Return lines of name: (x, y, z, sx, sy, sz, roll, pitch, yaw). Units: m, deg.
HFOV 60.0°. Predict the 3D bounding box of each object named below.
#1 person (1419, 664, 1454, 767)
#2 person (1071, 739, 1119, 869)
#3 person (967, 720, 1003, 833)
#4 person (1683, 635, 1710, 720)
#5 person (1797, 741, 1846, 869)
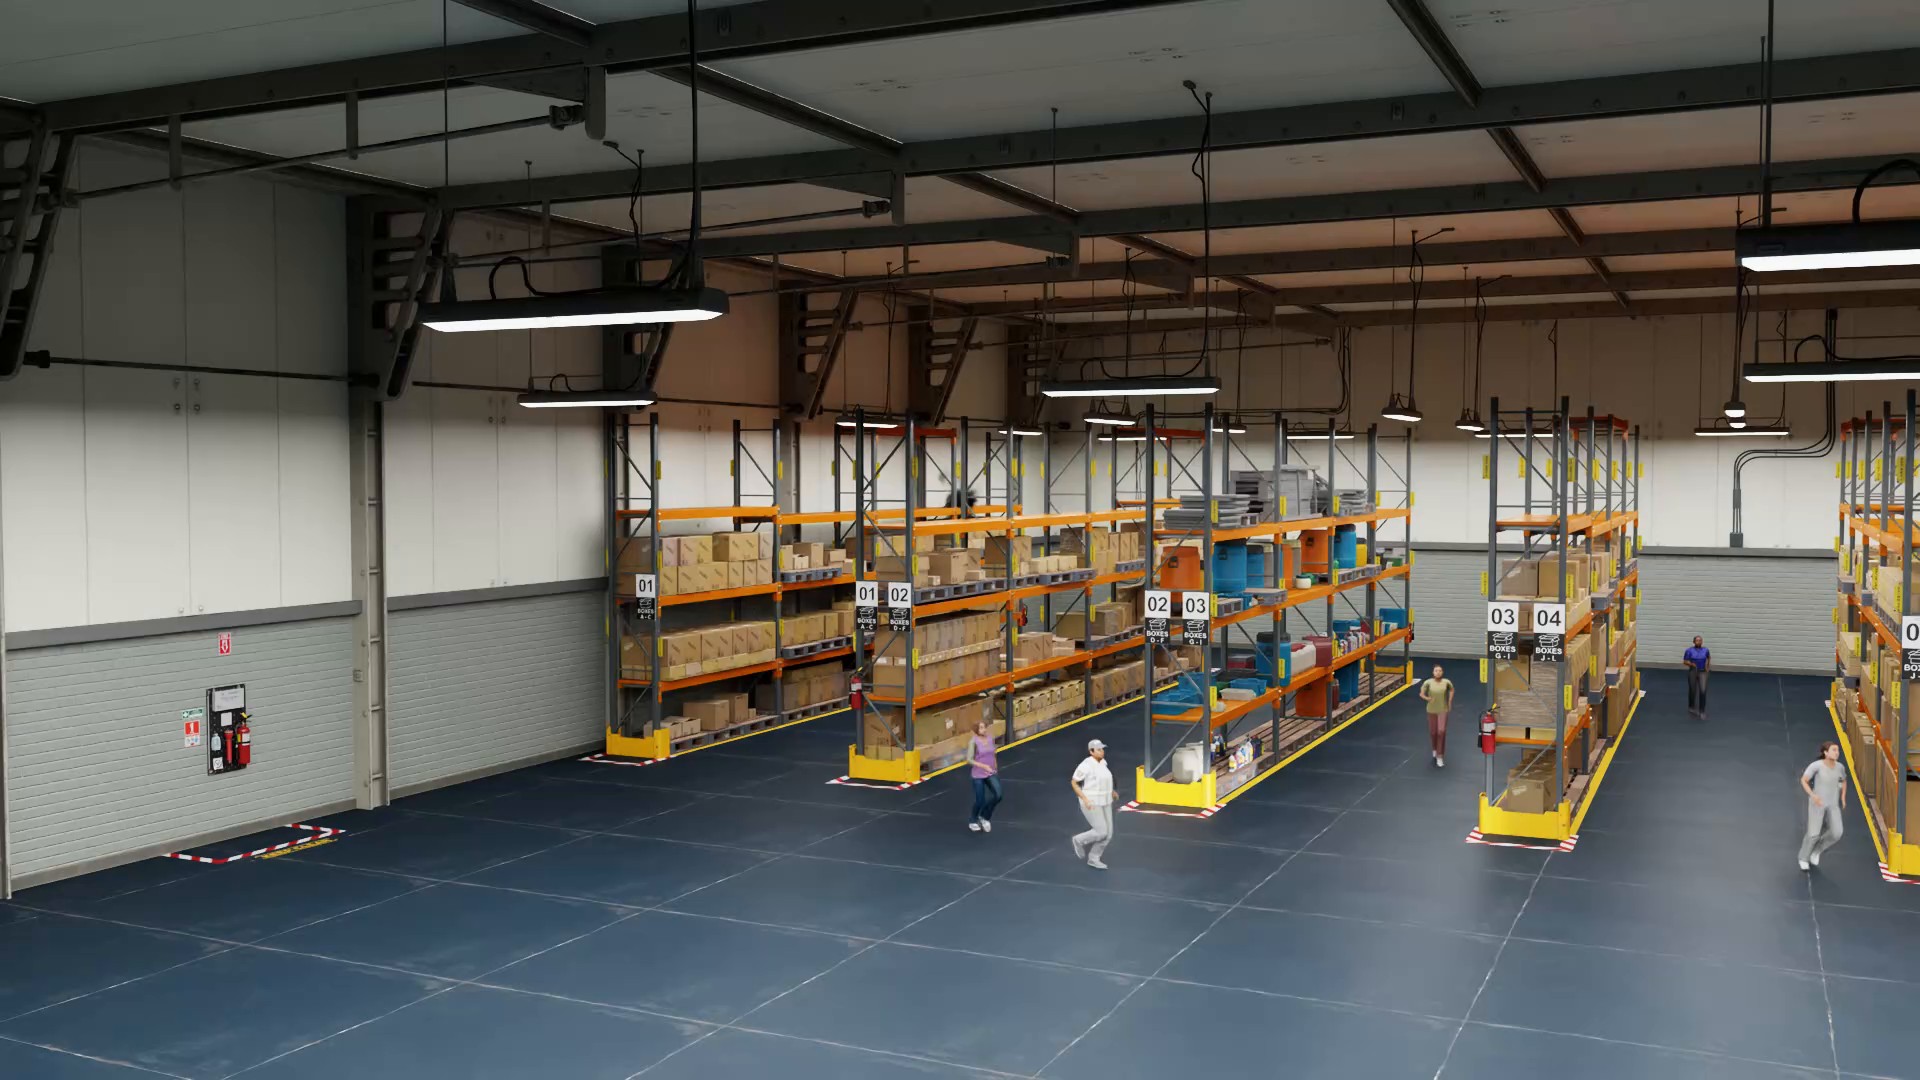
person: (8.144, 2.969, 28.434, 0.565, 1.705, 0.855, 1, 3, 19)
person: (1.718, 3.317, 20.899, 0.549, 1.623, 0.608, 2, 3, 43)
person: (0.336, 3.248, 22.885, 0.552, 1.557, 0.618, -2, 3, -32)
person: (14.901, 2.773, 33.641, 0.520, 1.718, 0.815, 1, 3, 21)
person: (10.845, 3.318, 20.787, 0.621, 1.616, 0.537, 0, 2, 2)
